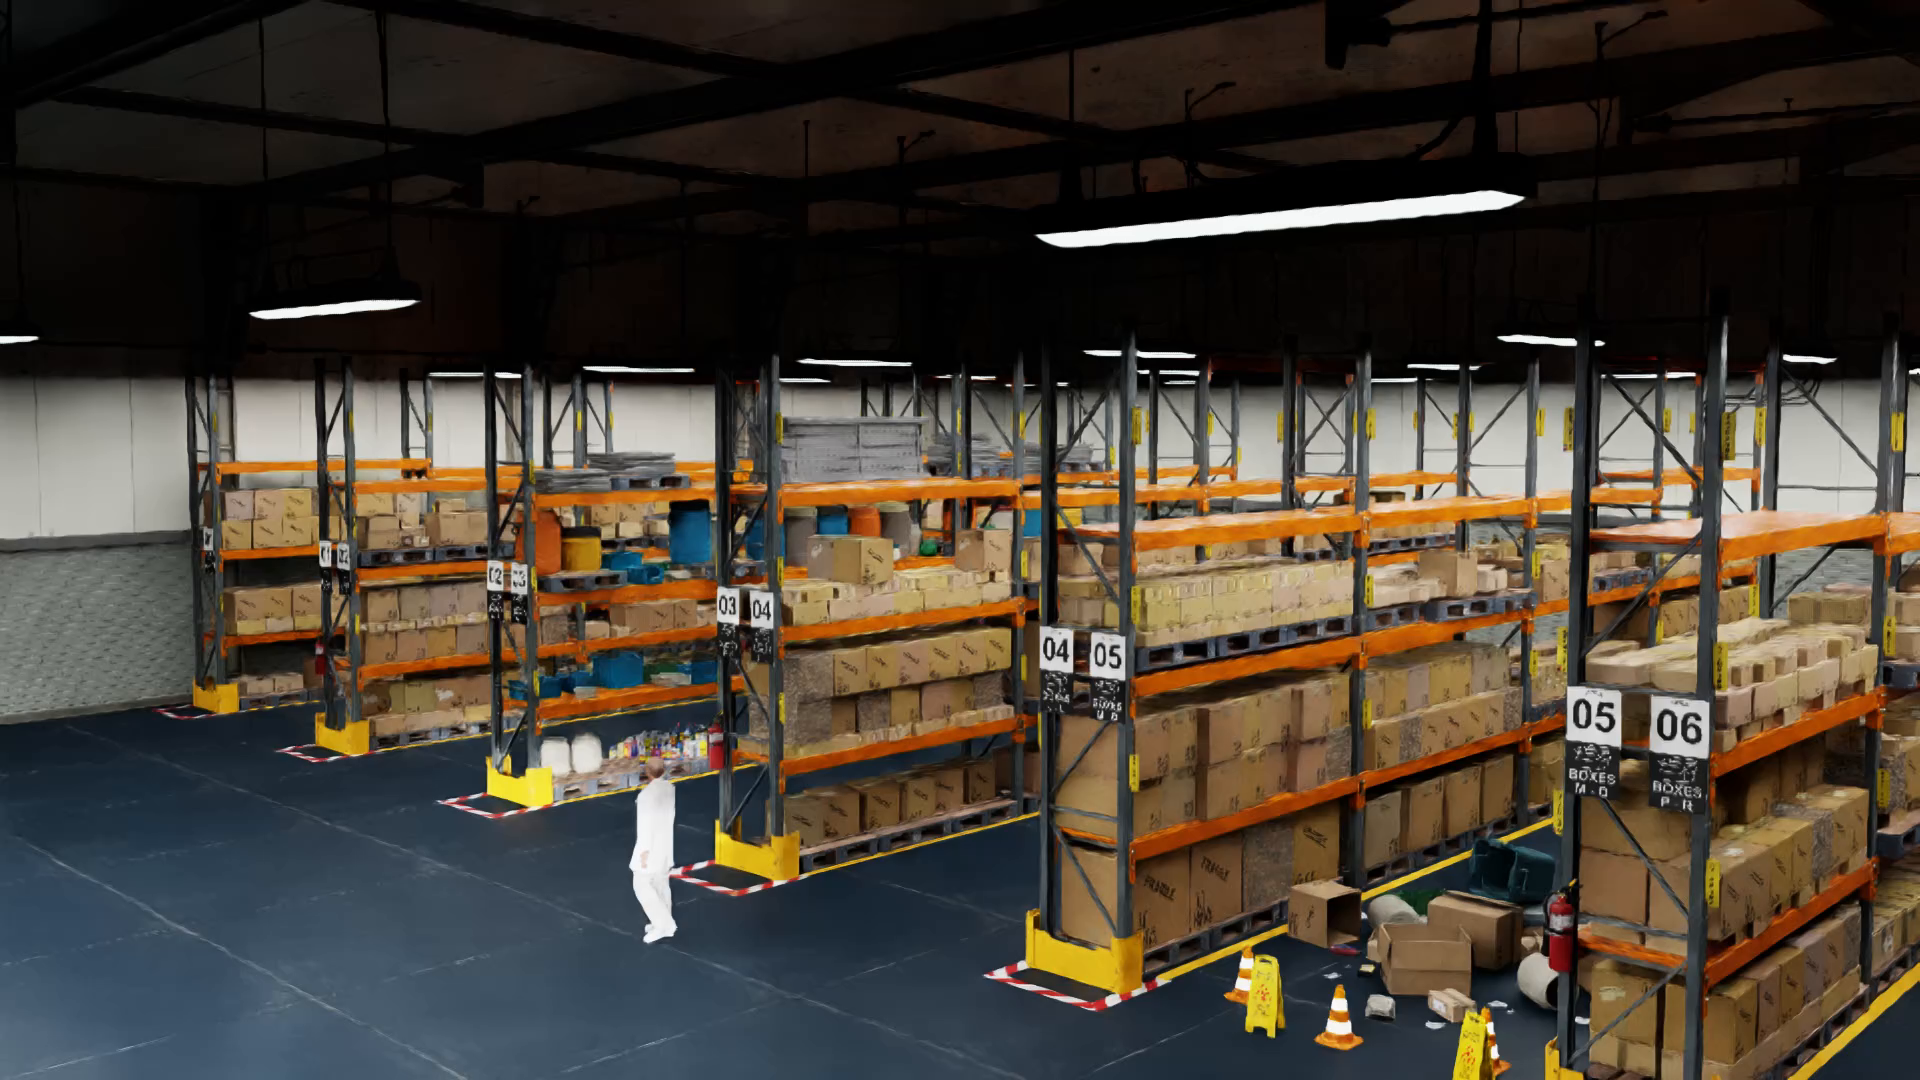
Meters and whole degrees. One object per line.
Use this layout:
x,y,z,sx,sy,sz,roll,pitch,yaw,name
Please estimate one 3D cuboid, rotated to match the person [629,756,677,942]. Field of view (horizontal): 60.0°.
-2.986,3.017,16.337,0.463,1.772,0.683,1,5,14,person
